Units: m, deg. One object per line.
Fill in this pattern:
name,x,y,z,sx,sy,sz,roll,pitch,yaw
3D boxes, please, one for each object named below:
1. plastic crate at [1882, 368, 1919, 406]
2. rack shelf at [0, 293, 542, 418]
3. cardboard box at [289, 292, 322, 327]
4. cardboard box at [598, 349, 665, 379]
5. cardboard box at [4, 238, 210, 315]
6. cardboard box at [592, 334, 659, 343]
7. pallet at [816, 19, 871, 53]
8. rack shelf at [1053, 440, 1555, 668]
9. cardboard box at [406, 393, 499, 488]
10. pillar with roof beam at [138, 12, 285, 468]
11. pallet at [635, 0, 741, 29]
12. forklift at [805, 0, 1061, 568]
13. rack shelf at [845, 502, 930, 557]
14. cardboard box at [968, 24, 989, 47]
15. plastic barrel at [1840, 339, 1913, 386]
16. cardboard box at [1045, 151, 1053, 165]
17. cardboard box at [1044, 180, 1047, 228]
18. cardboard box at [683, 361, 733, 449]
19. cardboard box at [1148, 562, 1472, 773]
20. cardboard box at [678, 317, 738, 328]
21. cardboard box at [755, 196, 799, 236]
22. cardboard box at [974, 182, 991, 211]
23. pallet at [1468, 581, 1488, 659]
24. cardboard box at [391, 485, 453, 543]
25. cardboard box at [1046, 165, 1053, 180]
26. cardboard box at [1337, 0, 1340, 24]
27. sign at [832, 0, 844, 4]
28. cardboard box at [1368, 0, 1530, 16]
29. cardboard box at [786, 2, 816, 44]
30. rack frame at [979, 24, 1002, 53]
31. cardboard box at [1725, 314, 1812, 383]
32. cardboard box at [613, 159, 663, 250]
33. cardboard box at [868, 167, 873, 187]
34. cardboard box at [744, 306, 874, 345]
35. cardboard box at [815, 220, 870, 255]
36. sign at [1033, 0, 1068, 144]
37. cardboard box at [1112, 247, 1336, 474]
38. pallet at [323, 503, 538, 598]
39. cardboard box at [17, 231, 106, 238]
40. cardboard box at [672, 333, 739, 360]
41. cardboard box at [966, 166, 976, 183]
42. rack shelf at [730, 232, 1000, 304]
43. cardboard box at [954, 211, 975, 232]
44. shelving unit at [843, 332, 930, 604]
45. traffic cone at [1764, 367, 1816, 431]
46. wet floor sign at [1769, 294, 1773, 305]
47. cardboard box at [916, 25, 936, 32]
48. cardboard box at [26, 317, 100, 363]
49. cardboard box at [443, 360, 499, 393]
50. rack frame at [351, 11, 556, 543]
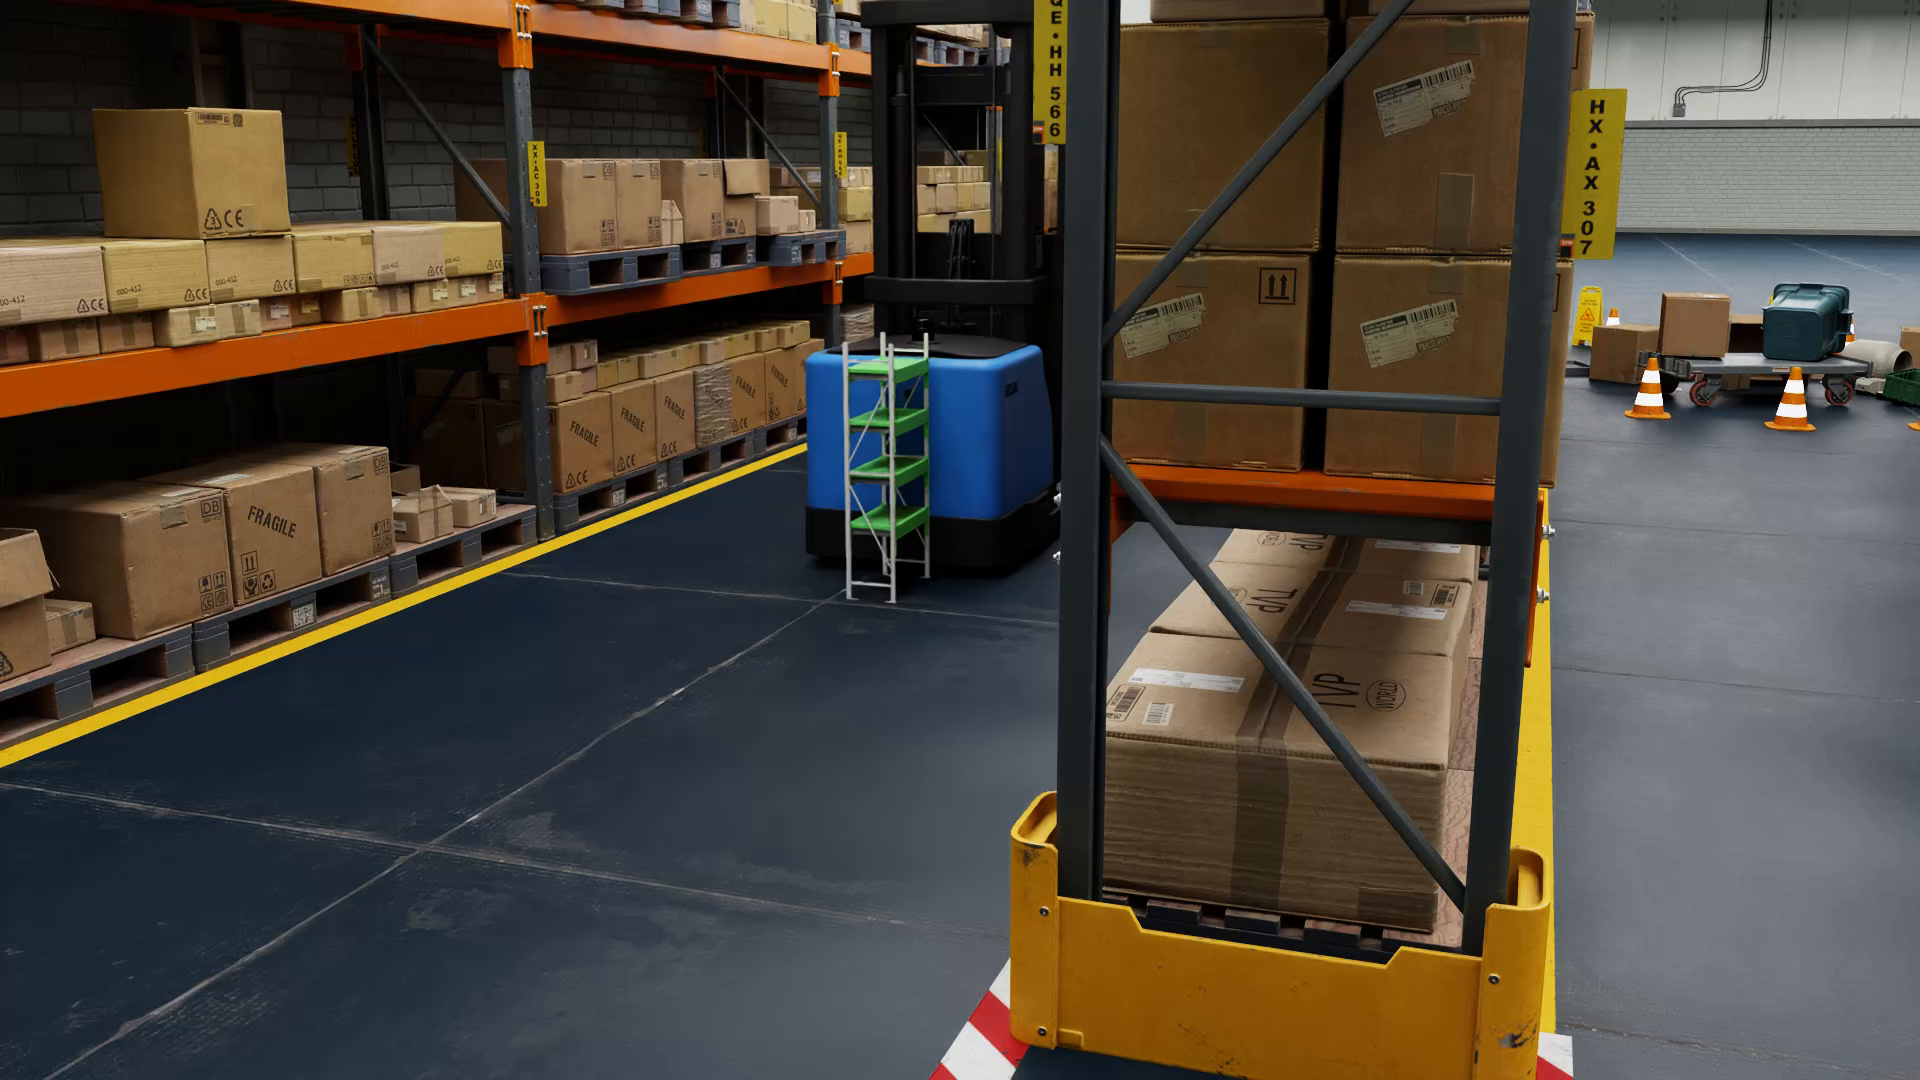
plastic crate,8.131,-1.275,14.022,0.662,0.188,0.450,-11,27,-40
rack shelf,-3.335,-0.722,7.027,1.077,0.370,4.000,4,14,18
cardboard box,-3.033,-1.018,7.271,0.380,0.149,0.250,5,14,19
cardboard box,-2.040,-1.080,10.195,0.380,0.149,0.250,4,14,18
cardboard box,-3.257,-1.013,6.353,0.500,0.250,0.500,4,13,17
cardboard box,-2.225,-1.275,11.049,0.380,0.149,0.250,4,14,19
pallet,-1.259,-3.856,12.824,1.213,0.211,1.003,5,14,21
rack shelf,1.363,-0.366,5.465,1.077,0.370,4.000,4,14,18
cardboard box,-2.809,-0.605,9.570,0.500,0.500,0.500,4,14,18
pillar with roof beam,0.307,-4.027,6.409,9.100,9.000,0.400,4,14,18
pallet,-2.078,-3.216,10.017,1.213,0.211,1.003,4,14,18
forklift,0.152,-1.574,9.297,1.130,2.935,3.031,4,13,17
rack shelf,-0.338,-0.054,7.895,0.258,0.148,0.480,4,13,17
cardboard box,0.400,-5.008,16.481,0.500,0.311,0.500,5,14,20
plastic barrel,8.230,-1.580,14.959,0.421,0.421,0.512,-8,15,-30
cardboard box,0.787,-4.117,17.932,0.380,0.149,0.250,5,14,19
cardboard box,0.607,-3.519,17.441,0.500,0.500,0.500,4,14,18
cardboard box,-1.816,-0.892,10.829,0.500,0.500,0.500,4,13,16
cardboard box,1.123,0.410,5.266,0.875,0.438,0.875,5,14,20
cardboard box,-1.858,-1.551,12.259,0.380,0.149,0.250,5,14,21
cardboard box,-1.429,-2.222,11.377,0.500,0.250,0.500,4,13,16
cardboard box,-0.017,-3.227,15.600,0.500,0.250,0.500,4,13,17
pallet,1.690,0.377,6.864,1.003,0.211,1.213,4,14,18
cardboard box,-2.706,-0.152,8.114,0.396,0.266,0.258,5,14,20
cardboard box,0.771,-3.916,17.720,0.380,0.149,0.250,4,13,17
cardboard box,0.702,-1.293,3.982,0.380,0.149,0.250,5,14,19
sign,-0.881,-4.011,11.918,0.100,0.325,0.005,4,14,18
cardboard box,1.092,-1.202,3.586,0.380,0.149,0.250,5,14,20
cardboard box,-1.330,-3.600,11.615,0.500,0.250,0.500,4,13,17
rack frame,-0.100,-6.103,15.505,1.000,3.000,0.127,4,14,18
cardboard box,7.425,-1.763,15.278,0.797,0.637,0.503,4,14,18
cardboard box,-2.152,-1.942,9.588,0.700,0.500,0.500,5,14,19
cardboard box,-0.868,-2.859,13.092,0.380,0.149,0.250,5,14,20
cardboard box,-1.179,-1.514,13.271,0.875,0.625,0.625,5,14,20
cardboard box,-1.019,-2.339,12.831,0.500,0.250,0.500,4,14,19
sign,0.207,-1.017,3.569,0.100,0.325,0.005,4,14,18
cardboard box,0.621,-0.465,4.057,0.500,0.500,0.500,4,14,19
pallet,-2.911,0.010,8.470,1.003,0.211,1.213,4,14,18
cardboard box,-3.583,-1.162,7.007,0.500,0.250,0.500,4,14,18
cardboard box,-1.709,-1.299,11.156,0.380,0.149,0.250,4,13,18
cardboard box,-0.067,-3.400,15.460,0.380,0.149,0.250,4,13,18
rack shelf,-0.747,-2.407,14.407,1.077,0.370,4.000,4,14,18
cardboard box,-0.173,-2.874,15.176,0.500,0.250,0.500,4,14,18
shelving unit,-0.338,-0.351,7.827,0.258,1.200,0.503,4,13,17
traffic cone,6.374,-1.090,12.724,0.336,0.463,0.334,4,14,18
wet floor sign,8.745,-2.330,17.745,0.267,0.644,0.232,2,13,9
cardboard box,-0.418,-4.356,13.987,0.380,0.149,0.250,4,14,18
cardboard box,-3.386,-0.742,6.064,0.380,0.149,0.250,5,14,20
cardboard box,-2.762,-0.950,9.627,0.380,0.149,0.250,4,14,18
rack frame,-2.688,-1.494,8.792,1.000,3.000,0.127,4,14,18
